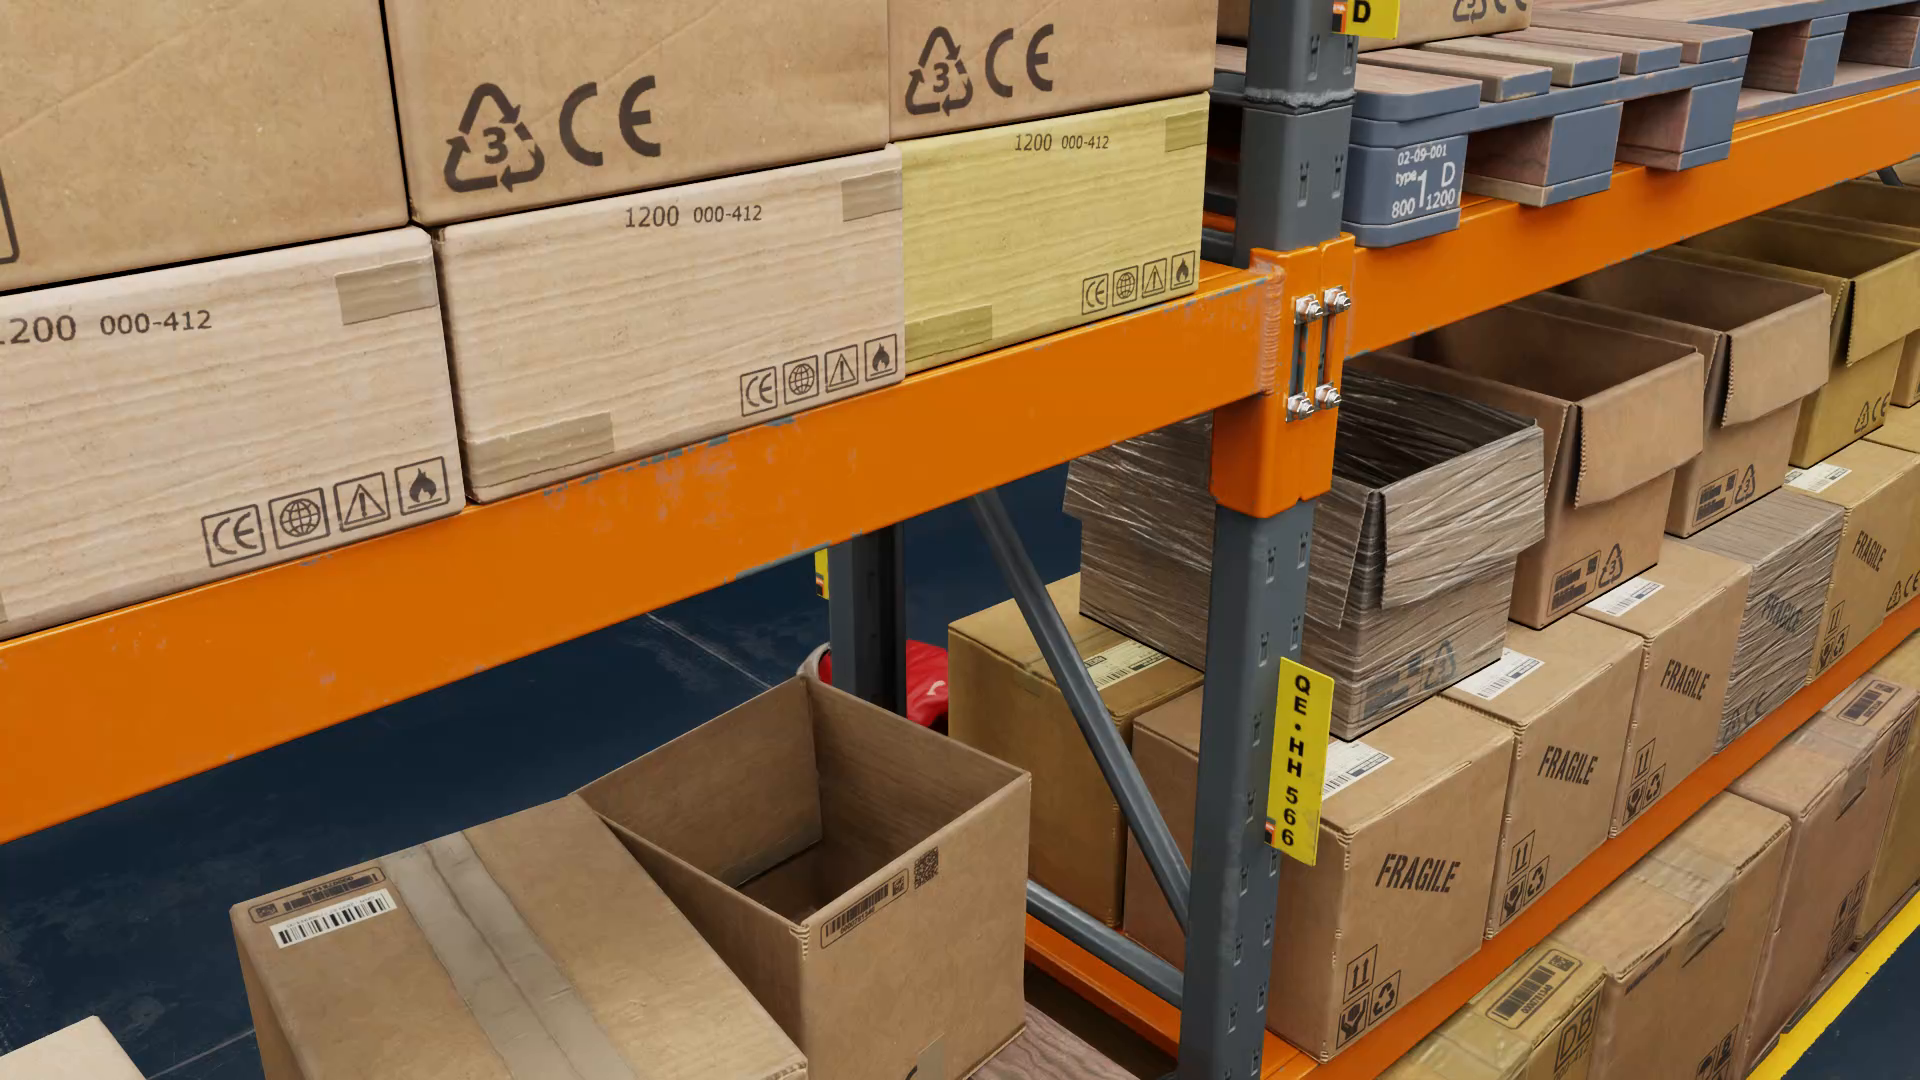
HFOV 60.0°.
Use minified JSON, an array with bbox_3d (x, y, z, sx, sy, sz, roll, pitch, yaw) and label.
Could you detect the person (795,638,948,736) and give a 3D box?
[{"bbox_3d":[-0.140,0.747,5.653,0.517,0.791,0.883,-22,32,-40],"label":"person"}]
